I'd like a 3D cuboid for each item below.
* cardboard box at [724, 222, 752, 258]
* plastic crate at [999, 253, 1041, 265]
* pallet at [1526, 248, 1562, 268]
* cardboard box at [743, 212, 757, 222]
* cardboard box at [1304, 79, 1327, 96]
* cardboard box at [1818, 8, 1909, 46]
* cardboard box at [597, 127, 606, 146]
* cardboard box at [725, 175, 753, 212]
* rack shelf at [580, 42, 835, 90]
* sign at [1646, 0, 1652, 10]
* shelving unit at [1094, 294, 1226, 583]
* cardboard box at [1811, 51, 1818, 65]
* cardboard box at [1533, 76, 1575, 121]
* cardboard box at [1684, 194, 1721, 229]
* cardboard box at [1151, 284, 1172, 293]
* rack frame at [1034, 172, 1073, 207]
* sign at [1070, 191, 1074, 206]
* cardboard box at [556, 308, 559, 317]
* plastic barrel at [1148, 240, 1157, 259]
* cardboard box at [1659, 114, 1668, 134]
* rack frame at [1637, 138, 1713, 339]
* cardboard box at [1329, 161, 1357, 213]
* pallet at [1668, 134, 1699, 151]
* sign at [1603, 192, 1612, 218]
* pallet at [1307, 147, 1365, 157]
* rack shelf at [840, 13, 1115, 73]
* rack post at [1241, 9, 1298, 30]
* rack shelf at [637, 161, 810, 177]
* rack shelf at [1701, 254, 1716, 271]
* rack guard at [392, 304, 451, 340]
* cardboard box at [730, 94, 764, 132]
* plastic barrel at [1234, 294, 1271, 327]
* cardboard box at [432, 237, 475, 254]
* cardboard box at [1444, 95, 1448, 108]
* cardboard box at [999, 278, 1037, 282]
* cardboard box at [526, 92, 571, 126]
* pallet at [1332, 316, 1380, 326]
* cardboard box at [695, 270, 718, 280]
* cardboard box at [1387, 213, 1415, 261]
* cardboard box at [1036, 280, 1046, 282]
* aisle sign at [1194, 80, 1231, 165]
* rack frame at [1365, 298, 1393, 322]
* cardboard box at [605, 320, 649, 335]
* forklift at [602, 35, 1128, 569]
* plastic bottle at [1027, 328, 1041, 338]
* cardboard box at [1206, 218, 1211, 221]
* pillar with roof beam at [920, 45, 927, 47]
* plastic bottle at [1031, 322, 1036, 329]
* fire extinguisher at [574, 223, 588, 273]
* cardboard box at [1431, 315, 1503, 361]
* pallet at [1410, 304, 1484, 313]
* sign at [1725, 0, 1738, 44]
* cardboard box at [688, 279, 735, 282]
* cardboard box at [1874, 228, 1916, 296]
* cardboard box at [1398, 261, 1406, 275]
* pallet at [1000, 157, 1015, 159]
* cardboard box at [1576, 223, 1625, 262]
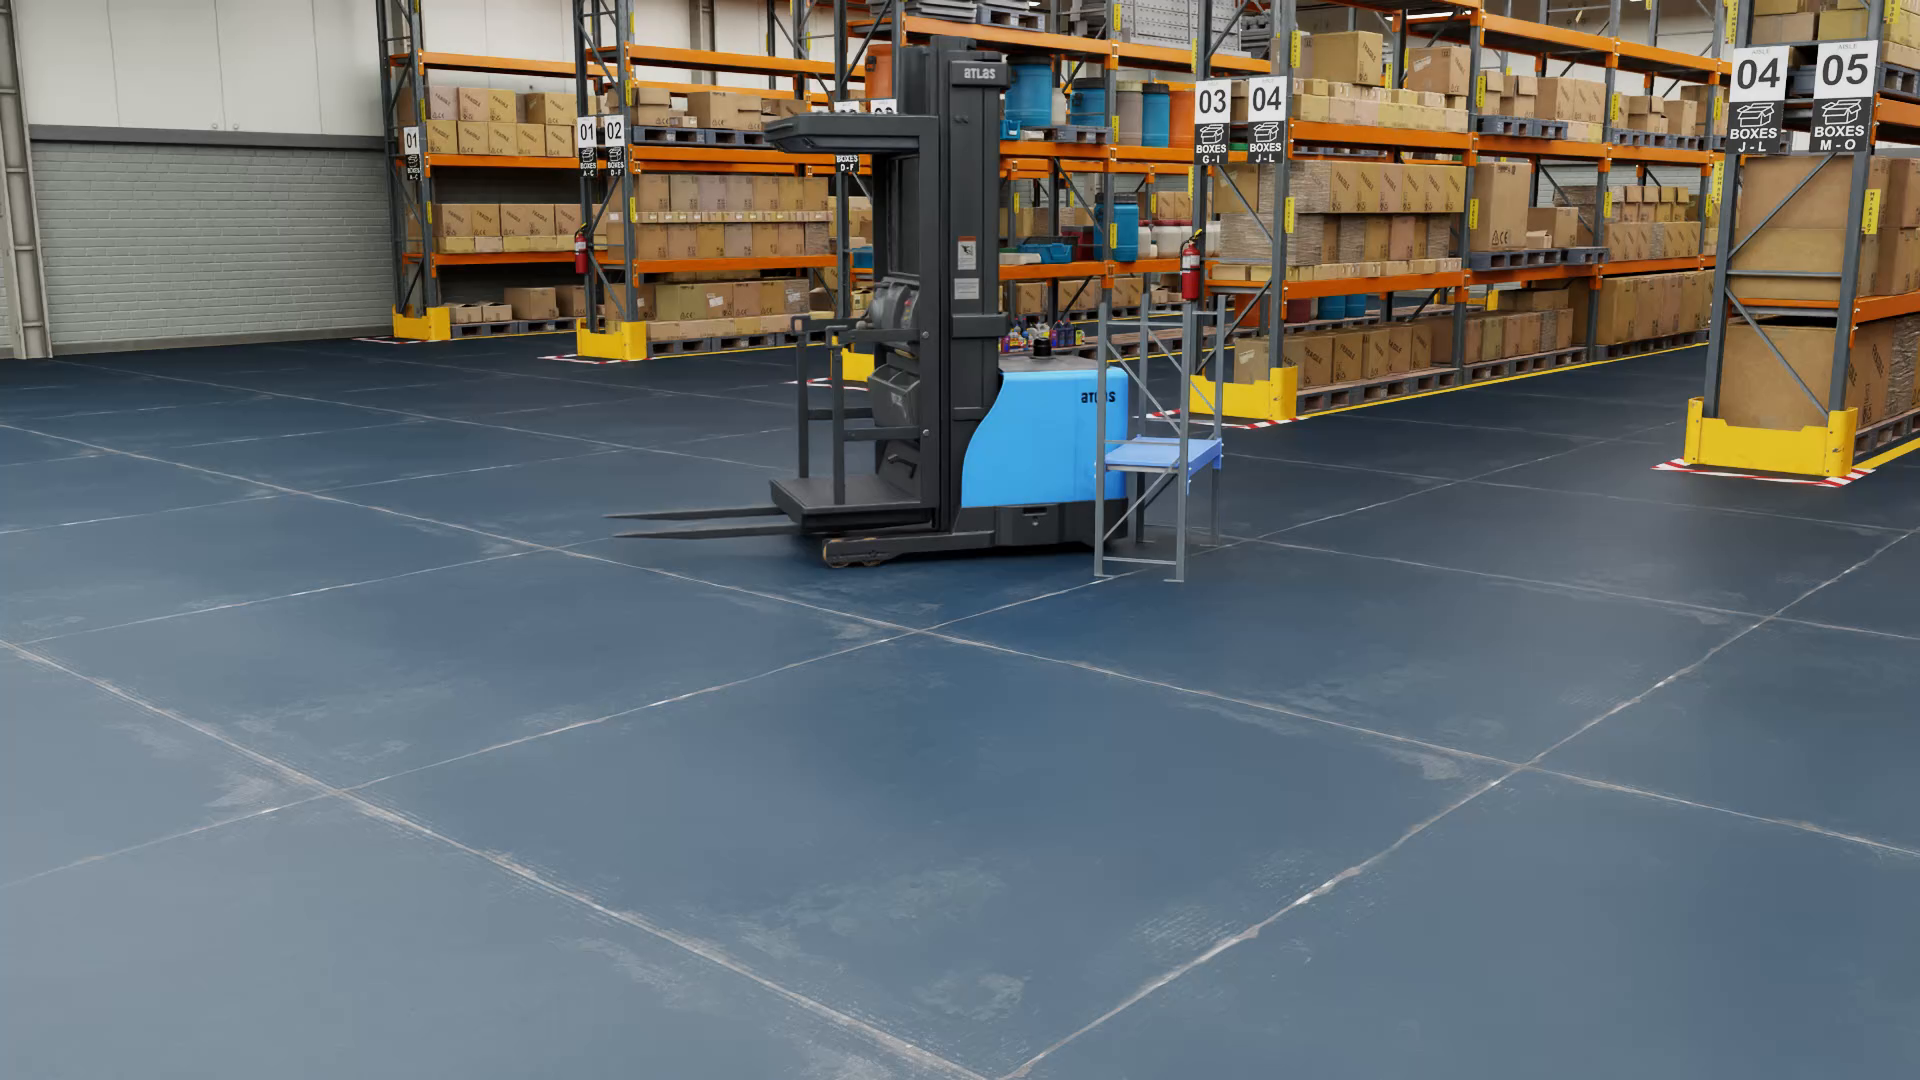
[{"bbox_3d":[-3.413,-4.328,23.965,0.700,0.500,0.500,10,15,42],"label":"cardboard box"},{"bbox_3d":[0.727,-3.530,20.900,0.530,0.136,0.437,10,15,40],"label":"plastic crate"},{"bbox_3d":[6.693,-3.488,20.508,1.003,0.211,1.213,10,15,40],"label":"pallet"},{"bbox_3d":[-3.141,-4.645,23.899,0.380,0.149,0.250,10,15,42],"label":"cardboard box"},{"bbox_3d":[3.288,-4.331,15.945,0.380,0.149,0.250,10,15,42],"label":"cardboard box"},{"bbox_3d":[6.859,-3.882,12.626,0.500,0.250,0.500,10,15,40],"label":"cardboard box"},{"bbox_3d":[-5.983,-6.635,27.808,0.500,0.500,0.500,10,15,42],"label":"cardboard box"},{"bbox_3d":[-3.392,-4.970,23.866,0.700,0.500,0.500,10,15,40],"label":"cardboard box"},{"bbox_3d":[-3.430,-6.671,23.492,1.077,0.370,4.000,10,15,40],"label":"rack shelf"},{"bbox_3d":[10.209,-8.021,24.604,0.100,0.325,0.005,10,15,40],"label":"sign"},{"bbox_3d":[1.149,-0.614,9.457,0.538,1.500,1.048,4,12,19],"label":"shelving unit"},{"bbox_3d":[6.648,-3.816,13.315,0.380,0.149,0.250,10,15,41],"label":"cardboard box"},{"bbox_3d":[7.173,-5.394,20.369,0.500,0.500,0.500,10,15,41],"label":"cardboard box"},{"bbox_3d":[11.118,-4.945,25.020,0.500,0.500,0.500,10,15,40],"label":"cardboard box"},{"bbox_3d":[3.829,-4.877,32.712,0.500,0.311,0.500,10,15,40],"label":"cardboard box"},{"bbox_3d":[2.088,-6.977,37.486,1.000,3.000,0.127,10,15,40],"label":"rack frame"},{"bbox_3d":[2.486,-7.589,36.988,0.100,0.325,0.005,10,15,40],"label":"sign"},{"bbox_3d":[-6.904,-3.797,27.718,0.380,0.149,0.250,8,14,36],"label":"cardboard box"},{"bbox_3d":[2.597,-4.038,23.123,0.301,0.262,0.301,0,11,0],"label":"plastic barrel"},{"bbox_3d":[9.818,-5.951,23.845,0.500,0.311,0.500,9,14,38],"label":"cardboard box"},{"bbox_3d":[10.610,-4.468,24.921,1.000,3.000,0.127,10,15,40],"label":"rack frame"},{"bbox_3d":[3.591,-3.506,16.537,0.500,0.500,0.500,10,15,40],"label":"cardboard box"},{"bbox_3d":[10.041,-5.703,23.938,0.805,0.209,1.217,9,14,38],"label":"pallet"},{"bbox_3d":[8.383,-4.339,21.524,0.100,0.325,0.005,10,15,40],"label":"sign"},{"bbox_3d":[5.699,-6.191,26.374,1.003,0.211,1.213,10,15,40],"label":"pallet"},{"bbox_3d":[0.288,-6.030,20.283,1.077,0.370,4.000,10,15,40],"label":"rack shelf"},{"bbox_3d":[4.689,-7.842,25.180,0.624,0.289,0.986,10,15,40],"label":"rack post"},{"bbox_3d":[-4.513,-6.624,29.897,1.077,0.370,4.000,10,15,40],"label":"rack shelf"},{"bbox_3d":[11.930,-4.409,26.464,1.077,0.370,4.000,10,15,40],"label":"rack shelf"},{"bbox_3d":[-8.424,-3.409,26.001,1.175,0.500,0.348,10,15,40],"label":"rack guard"},{"bbox_3d":[-3.292,-6.142,23.953,0.637,0.503,0.797,-10,15,-41],"label":"cardboard box"},{"bbox_3d":[4.559,-3.735,25.723,0.600,0.830,0.708,10,15,40],"label":"plastic barrel"},{"bbox_3d":[-7.913,-4.590,25.867,0.500,0.250,0.500,9,15,39],"label":"cardboard box"},{"bbox_3d":[5.086,-4.771,18.145,0.380,0.149,0.250,10,15,41],"label":"cardboard box"},{"bbox_3d":[1.005,-4.695,29.403,0.500,0.250,0.500,11,15,42],"label":"cardboard box"},{"bbox_3d":[-6.651,-6.963,26.897,0.500,0.500,0.500,9,14,38],"label":"cardboard box"},{"bbox_3d":[6.348,-3.632,27.859,1.003,0.211,1.213,10,15,40],"label":"pallet"},{"bbox_3d":[-4.732,-4.822,30.041,0.500,0.250,0.500,9,15,39],"label":"cardboard box"},{"bbox_3d":[4.374,-3.272,17.918,0.875,0.500,0.500,10,15,40],"label":"cardboard box"},{"bbox_3d":[1.313,-4.394,29.813,0.500,0.500,0.500,9,14,38],"label":"cardboard box"},{"bbox_3d":[2.422,-4.007,15.975,0.394,0.787,0.004,10,15,40],"label":"aisle sign"},{"bbox_3d":[6.889,-5.108,28.127,1.000,3.000,0.127,10,15,40],"label":"rack frame"},{"bbox_3d":[-4.619,-2.958,23.311,0.500,0.250,0.500,10,15,40],"label":"cardboard box"},{"bbox_3d":[-0.570,-1.391,9.693,3.031,2.935,1.130,-3,12,-17],"label":"forklift"},{"bbox_3d":[0.949,-2.580,21.300,0.152,0.276,0.135,10,15,41],"label":"plastic bottle"},{"bbox_3d":[4.714,-6.062,32.647,0.500,0.500,0.500,9,15,40],"label":"cardboard box"},{"bbox_3d":[2.493,-8.989,32.241,9.100,9.000,0.548,10,15,40],"label":"pillar with roof beam"},{"bbox_3d":[0.956,-2.760,22.182,0.061,0.283,0.133,10,15,40],"label":"plastic bottle"},{"bbox_3d":[-5.178,-3.988,22.718,0.296,0.674,0.183,10,15,40],"label":"fire extinguisher"},{"bbox_3d":[6.079,-2.436,20.007,0.700,0.500,0.500,10,15,40],"label":"cardboard box"},{"bbox_3d":[8.956,-4.213,30.764,1.003,0.211,1.213,10,15,40],"label":"pallet"},{"bbox_3d":[5.949,-3.984,12.785,0.100,0.325,0.005,10,15,40],"label":"sign"},{"bbox_3d":[-3.640,-3.549,24.353,0.500,0.500,0.500,10,15,40],"label":"cardboard box"},{"bbox_3d":[7.369,-2.330,13.835,0.875,0.550,0.550,10,15,40],"label":"cardboard box"},{"bbox_3d":[4.545,-2.920,17.815,0.380,0.149,0.250,10,15,40],"label":"cardboard box"},{"bbox_3d":[0.149,-6.427,27.557,1.213,0.211,1.003,11,16,43],"label":"pallet"},{"bbox_3d":[8.494,-3.964,22.146,0.500,0.500,0.500,10,15,42],"label":"cardboard box"}]
